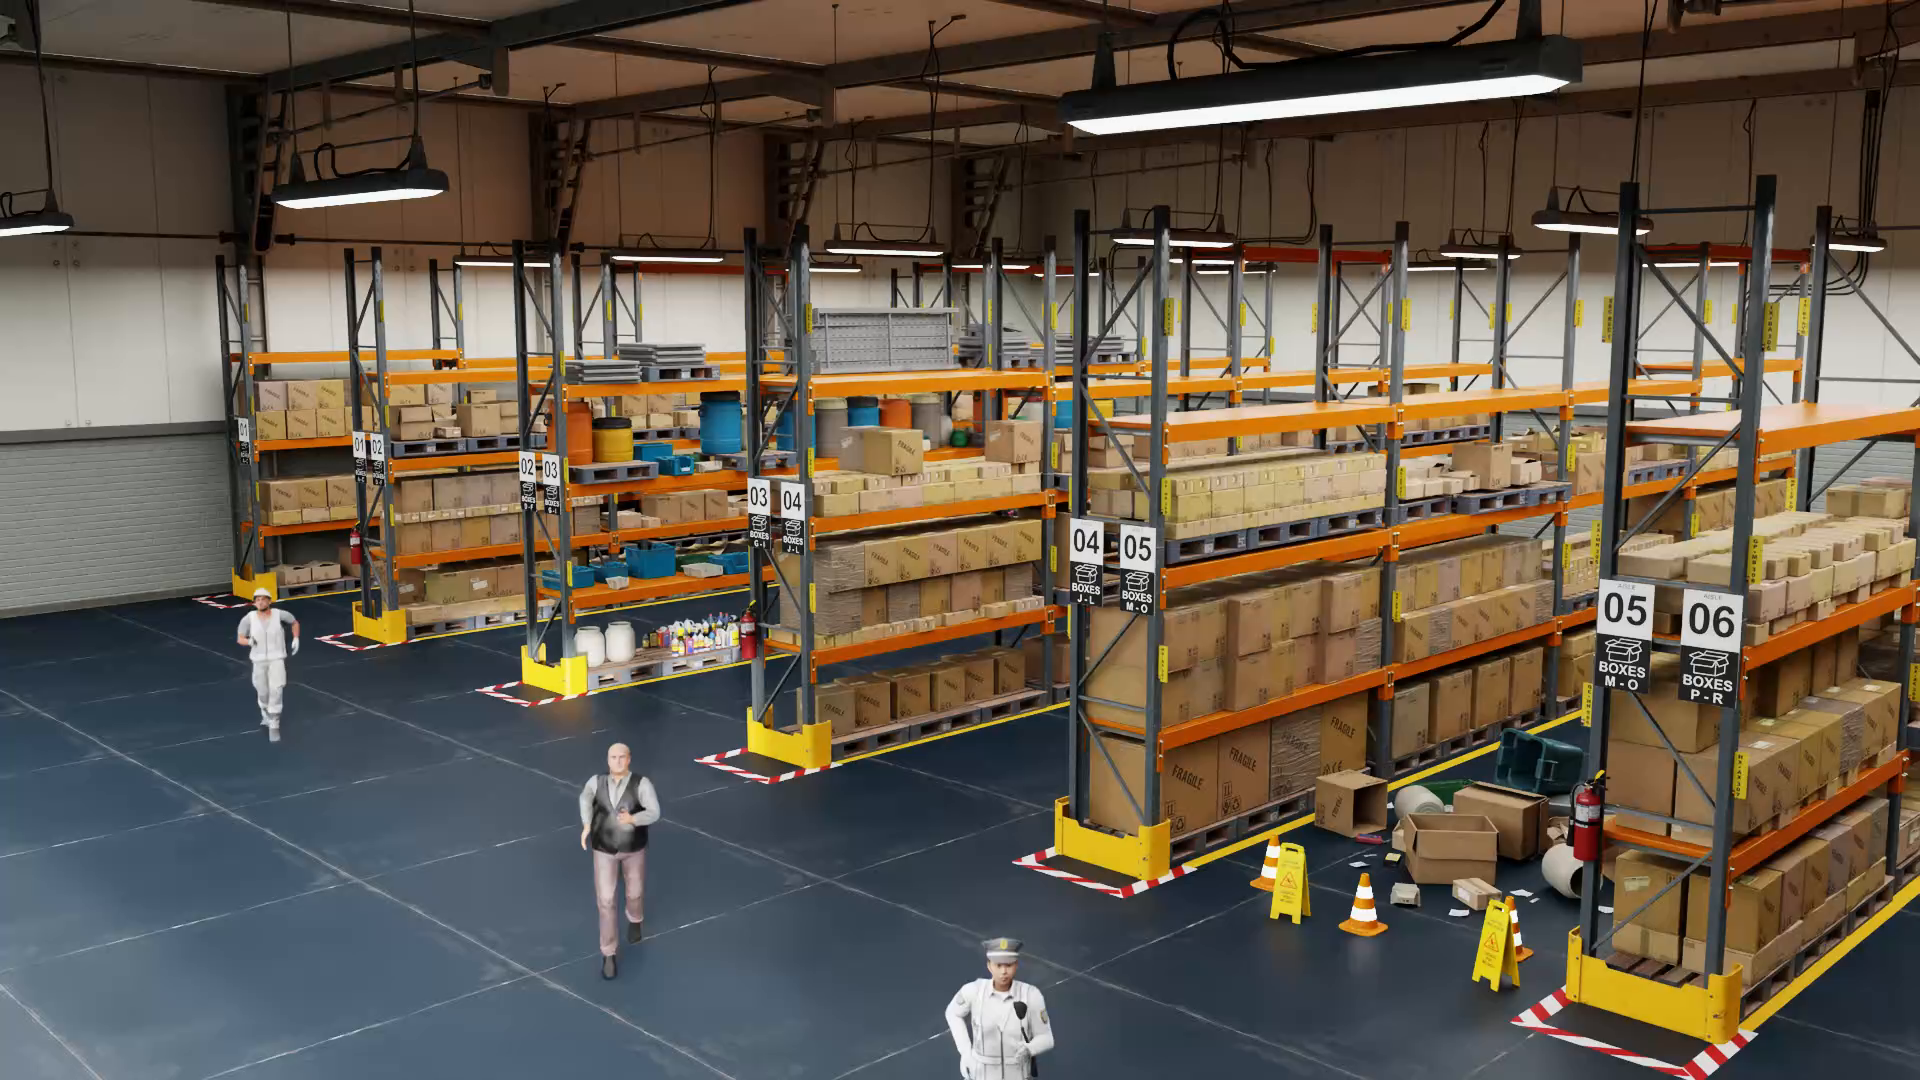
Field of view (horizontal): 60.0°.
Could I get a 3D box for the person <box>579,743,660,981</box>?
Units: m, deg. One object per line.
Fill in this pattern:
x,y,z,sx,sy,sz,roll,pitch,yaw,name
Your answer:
-2.672,2.459,13.082,0.638,1.751,0.877,-1,8,-9,person

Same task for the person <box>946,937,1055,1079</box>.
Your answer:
0.227,3.040,9.248,0.590,1.748,0.689,0,8,-3,person

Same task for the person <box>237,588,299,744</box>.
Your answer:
-8.298,1.473,19.959,0.669,1.812,0.893,-2,8,-15,person
